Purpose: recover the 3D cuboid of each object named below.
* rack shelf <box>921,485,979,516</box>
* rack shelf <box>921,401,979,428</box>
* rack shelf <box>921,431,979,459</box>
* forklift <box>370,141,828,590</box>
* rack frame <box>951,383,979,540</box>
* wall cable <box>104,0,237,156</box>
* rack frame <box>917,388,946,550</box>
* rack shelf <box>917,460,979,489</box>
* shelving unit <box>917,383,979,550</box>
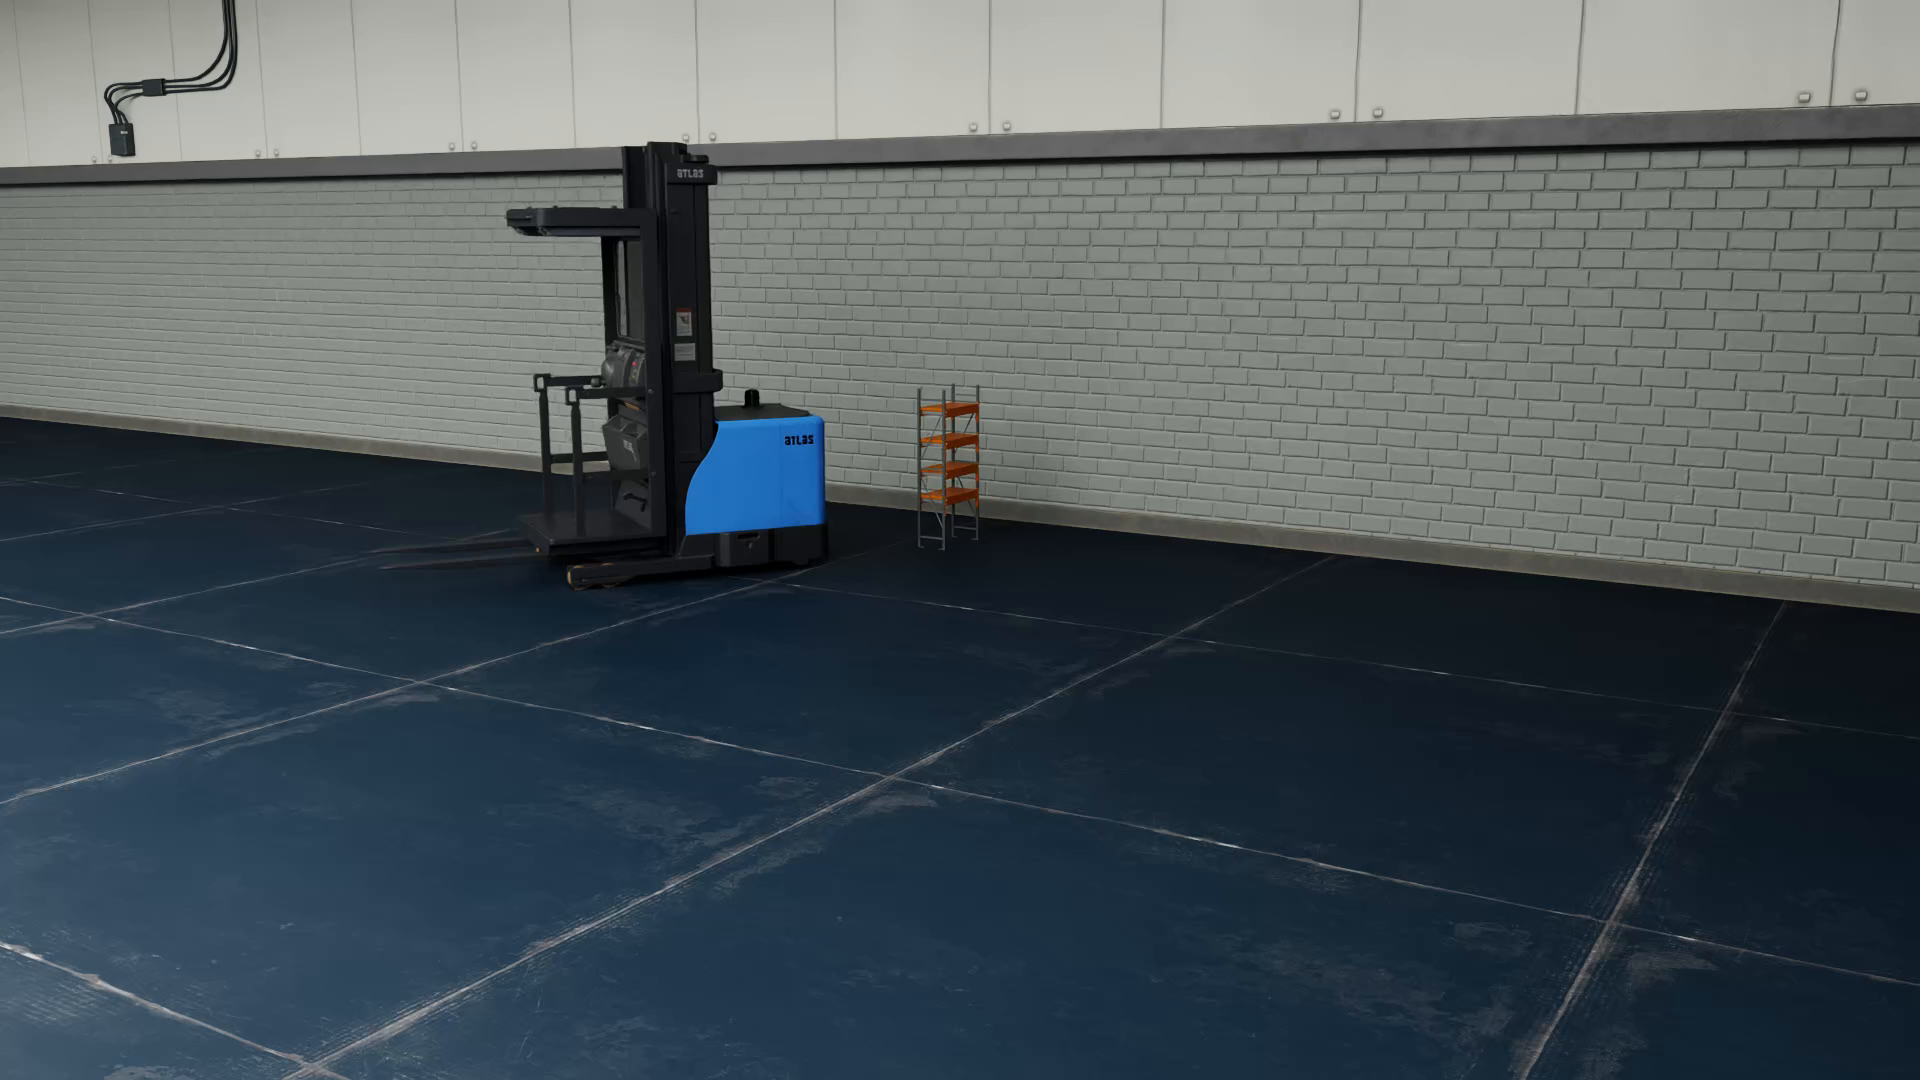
[{"bbox_3d":[-0.086,-0.302,12.668,0.258,0.148,0.480,6,12,31],"label":"rack shelf"},{"bbox_3d":[-0.086,-0.950,12.547,0.258,0.148,0.480,6,12,31],"label":"rack shelf"},{"bbox_3d":[-0.086,-0.717,12.590,0.258,0.148,0.480,6,12,31],"label":"rack shelf"},{"bbox_3d":[-2.497,-1.216,11.401,3.031,2.935,1.130,-5,12,-25],"label":"forklift"},{"bbox_3d":[0.041,-0.602,12.824,0.240,1.200,0.015,6,12,31],"label":"rack frame"},{"bbox_3d":[-8.770,-7.275,18.034,2.305,6.003,0.169,6,12,31],"label":"wall cable"},{"bbox_3d":[-0.213,-0.525,12.414,0.240,1.200,0.015,6,12,31],"label":"rack frame"},{"bbox_3d":[-0.086,-0.498,12.632,0.258,0.148,0.480,6,12,31],"label":"rack shelf"},{"bbox_3d":[-0.086,-0.564,12.619,0.258,1.200,0.503,6,12,31],"label":"shelving unit"}]
